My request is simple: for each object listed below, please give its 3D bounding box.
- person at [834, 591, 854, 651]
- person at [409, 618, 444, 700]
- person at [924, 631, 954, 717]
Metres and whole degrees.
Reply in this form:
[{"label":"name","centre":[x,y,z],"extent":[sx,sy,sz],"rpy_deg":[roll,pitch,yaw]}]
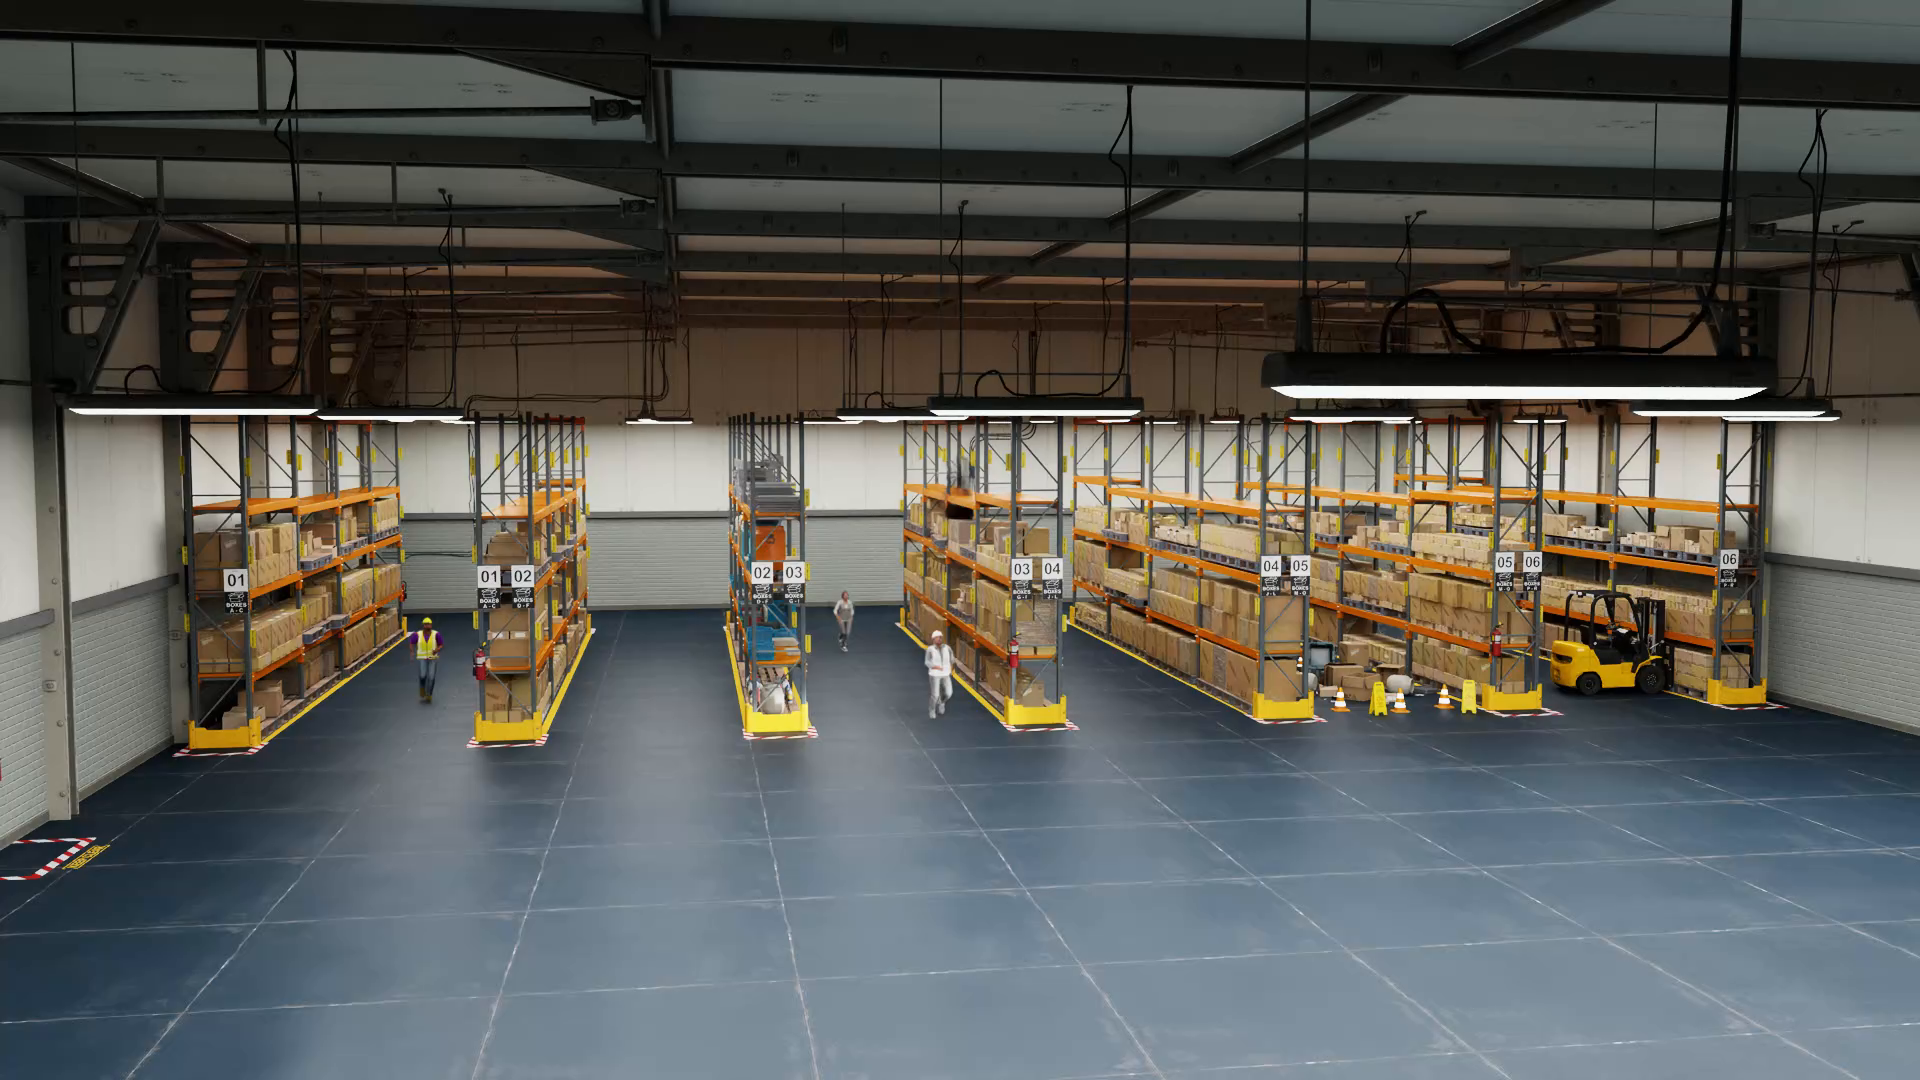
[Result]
[{"label":"person","centre":[-2.950,2.076,42.518],"extent":[0.508,1.539,0.512],"rpy_deg":[-1,4,-21]},{"label":"person","centre":[-11.141,2.489,34.760],"extent":[0.692,1.724,0.607],"rpy_deg":[-1,4,-19]},{"label":"person","centre":[-0.382,2.632,32.590],"extent":[0.678,1.726,0.756],"rpy_deg":[-1,4,-18]}]
